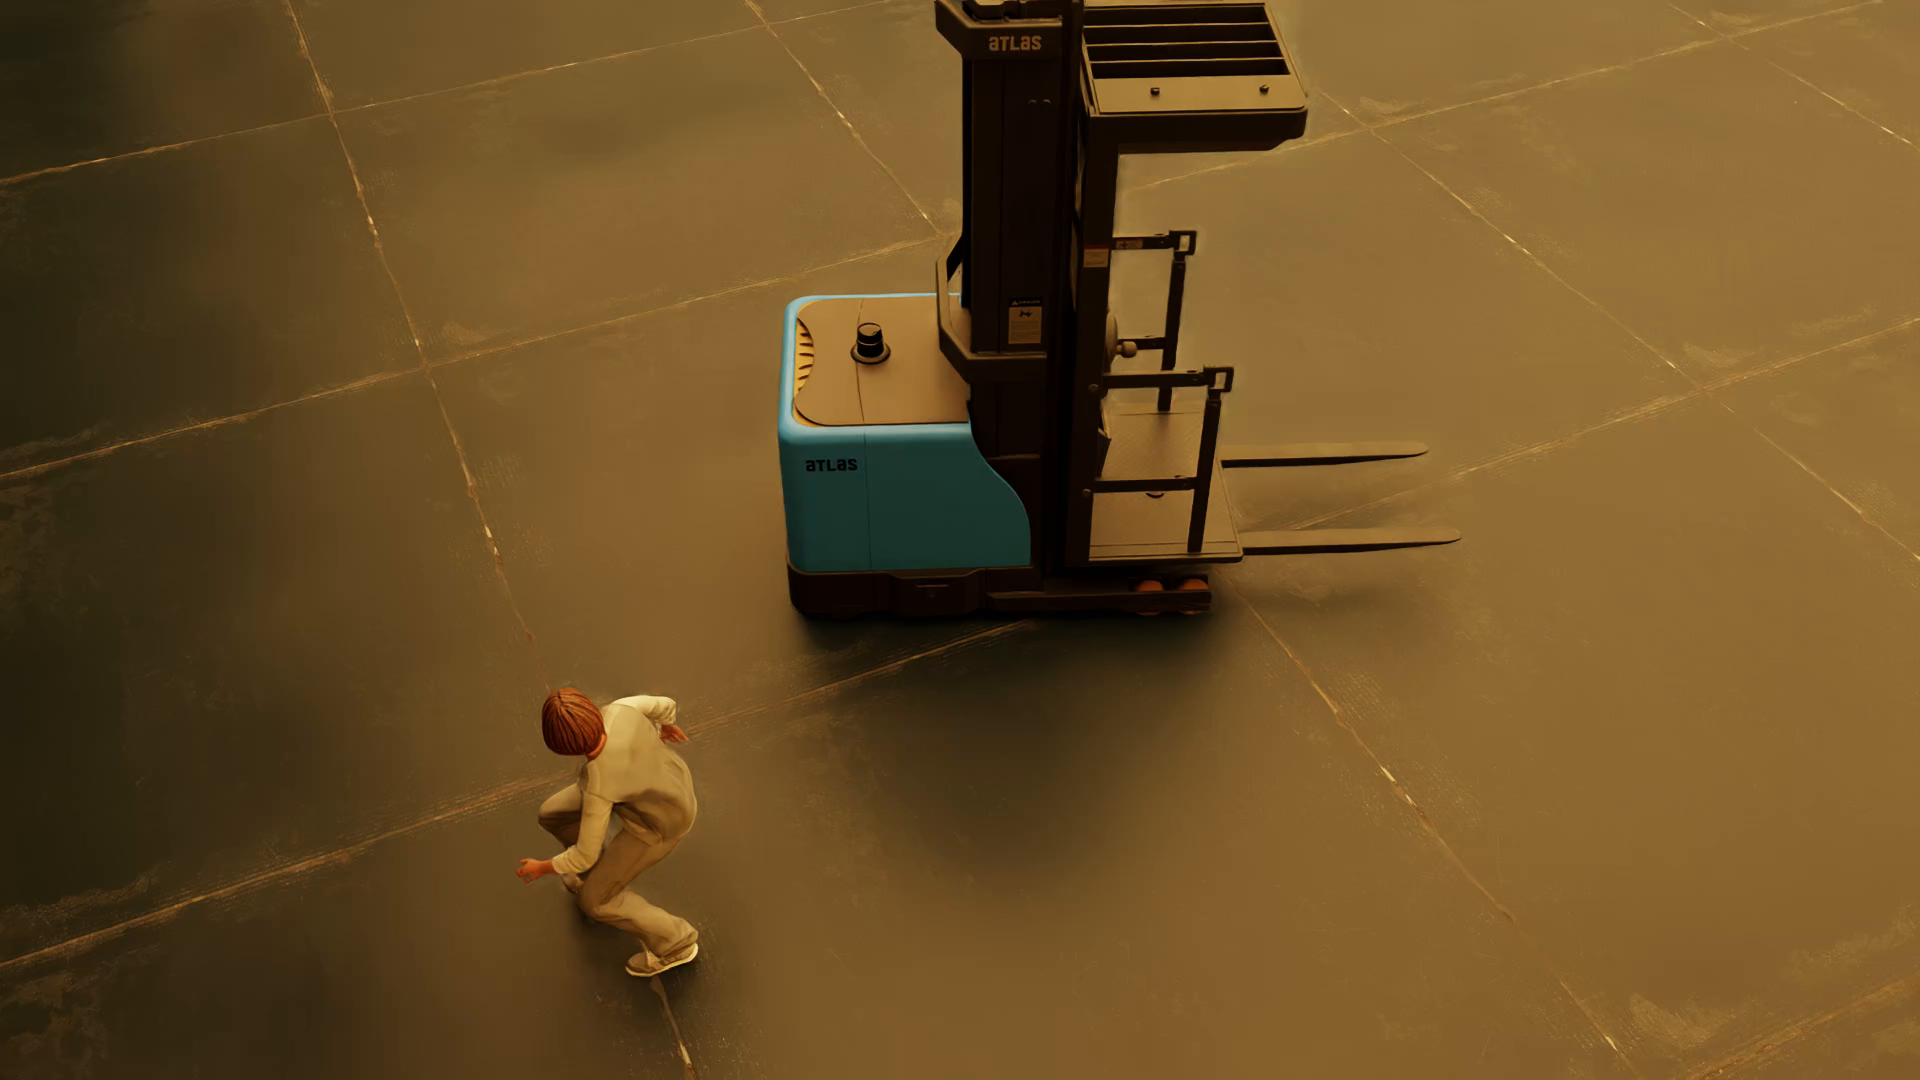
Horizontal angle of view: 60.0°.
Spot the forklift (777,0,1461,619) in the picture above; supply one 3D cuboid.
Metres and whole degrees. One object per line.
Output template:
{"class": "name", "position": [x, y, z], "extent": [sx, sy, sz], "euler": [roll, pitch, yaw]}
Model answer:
{"class": "forklift", "position": [0.734, -1.094, 6.852], "extent": [3.031, 2.935, 1.130], "euler": [-2, 43, -2]}

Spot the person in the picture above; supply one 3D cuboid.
{"class": "person", "position": [-1.247, 0.942, 5.832], "extent": [0.636, 1.389, 0.649], "euler": [-6, 43, -6]}
